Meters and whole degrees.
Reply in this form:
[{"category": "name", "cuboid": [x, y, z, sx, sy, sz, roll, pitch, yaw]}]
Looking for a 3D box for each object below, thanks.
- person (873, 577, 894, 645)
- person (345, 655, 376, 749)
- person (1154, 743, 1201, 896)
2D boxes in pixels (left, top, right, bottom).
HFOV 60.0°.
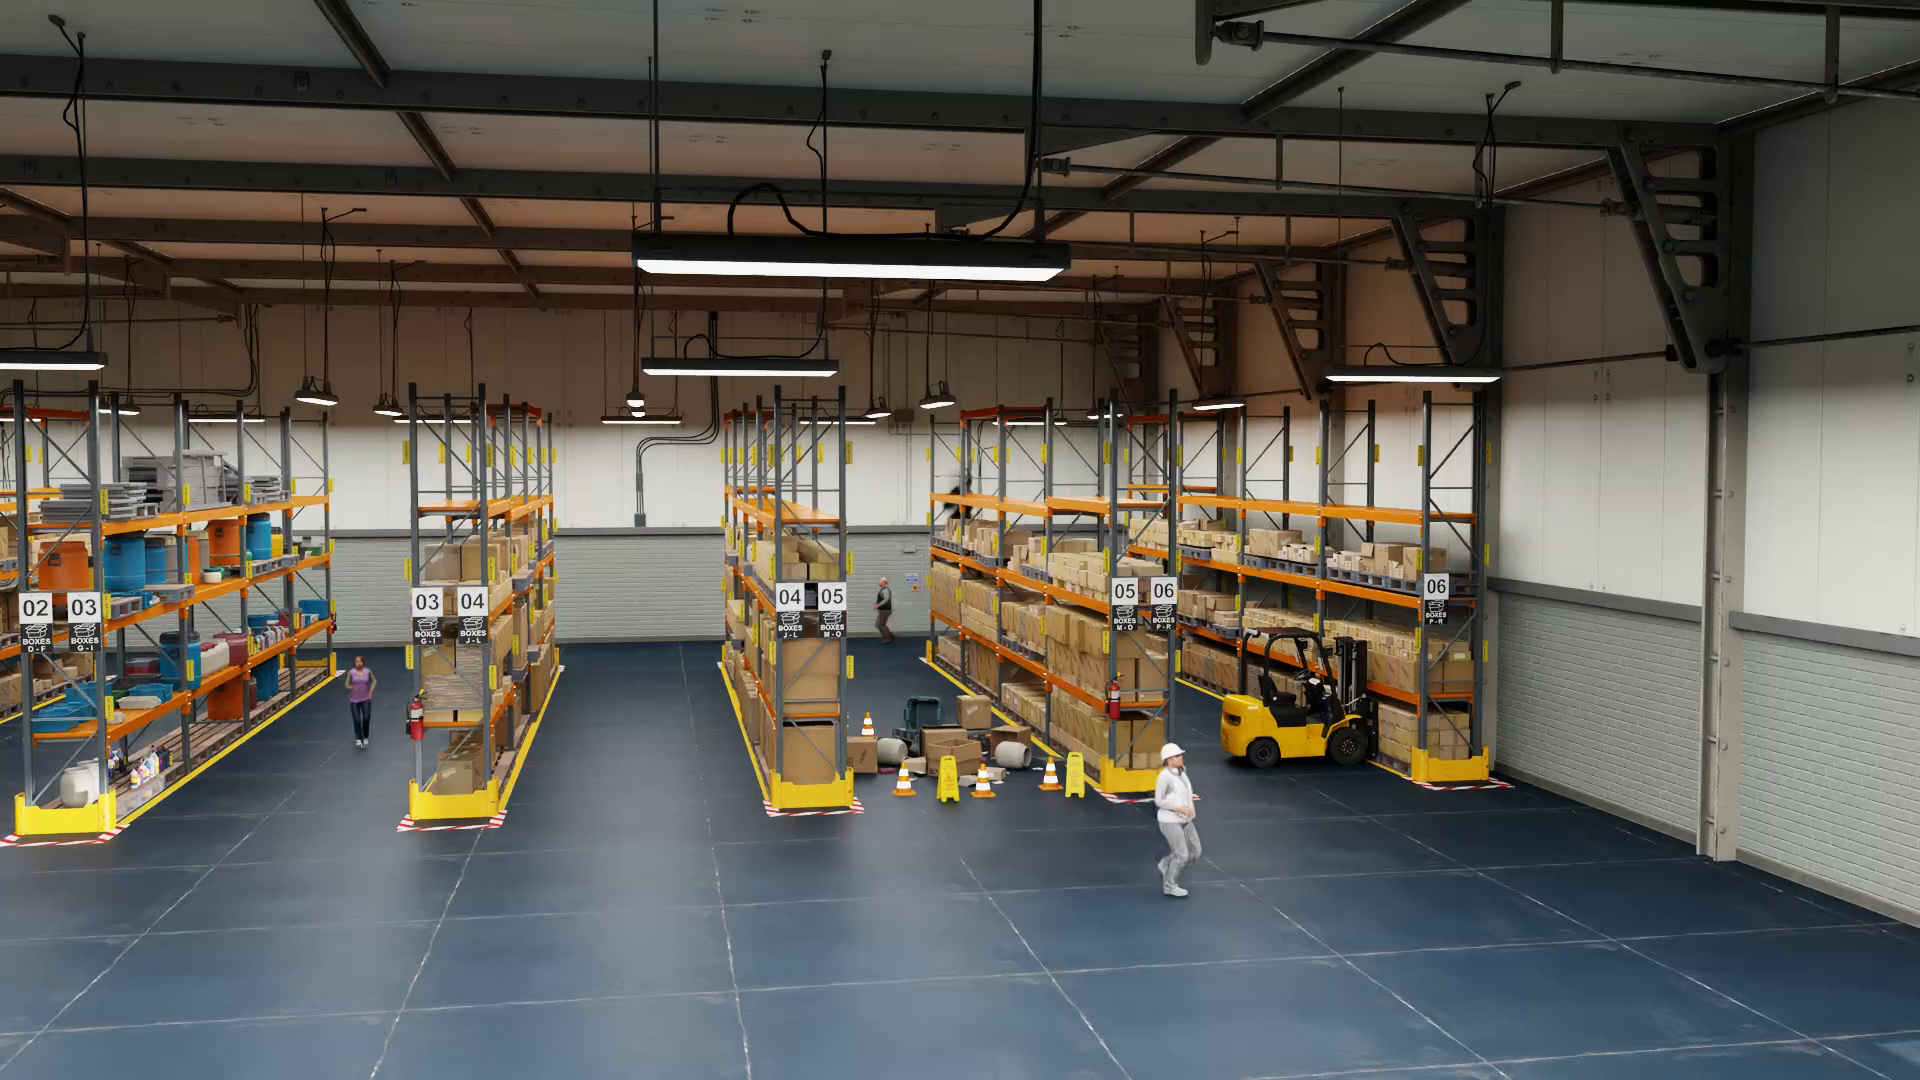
[{"category": "person", "cuboid": [-1.900, 1.783, 41.546, 0.541, 1.708, 0.676, 0, 3, -5]}, {"category": "person", "cuboid": [-10.219, 2.769, 28.359, 0.515, 1.604, 0.625, -1, 3, -20]}, {"category": "person", "cuboid": [2.476, 3.177, 18.902, 0.598, 1.723, 0.654, 2, 4, 37]}]
